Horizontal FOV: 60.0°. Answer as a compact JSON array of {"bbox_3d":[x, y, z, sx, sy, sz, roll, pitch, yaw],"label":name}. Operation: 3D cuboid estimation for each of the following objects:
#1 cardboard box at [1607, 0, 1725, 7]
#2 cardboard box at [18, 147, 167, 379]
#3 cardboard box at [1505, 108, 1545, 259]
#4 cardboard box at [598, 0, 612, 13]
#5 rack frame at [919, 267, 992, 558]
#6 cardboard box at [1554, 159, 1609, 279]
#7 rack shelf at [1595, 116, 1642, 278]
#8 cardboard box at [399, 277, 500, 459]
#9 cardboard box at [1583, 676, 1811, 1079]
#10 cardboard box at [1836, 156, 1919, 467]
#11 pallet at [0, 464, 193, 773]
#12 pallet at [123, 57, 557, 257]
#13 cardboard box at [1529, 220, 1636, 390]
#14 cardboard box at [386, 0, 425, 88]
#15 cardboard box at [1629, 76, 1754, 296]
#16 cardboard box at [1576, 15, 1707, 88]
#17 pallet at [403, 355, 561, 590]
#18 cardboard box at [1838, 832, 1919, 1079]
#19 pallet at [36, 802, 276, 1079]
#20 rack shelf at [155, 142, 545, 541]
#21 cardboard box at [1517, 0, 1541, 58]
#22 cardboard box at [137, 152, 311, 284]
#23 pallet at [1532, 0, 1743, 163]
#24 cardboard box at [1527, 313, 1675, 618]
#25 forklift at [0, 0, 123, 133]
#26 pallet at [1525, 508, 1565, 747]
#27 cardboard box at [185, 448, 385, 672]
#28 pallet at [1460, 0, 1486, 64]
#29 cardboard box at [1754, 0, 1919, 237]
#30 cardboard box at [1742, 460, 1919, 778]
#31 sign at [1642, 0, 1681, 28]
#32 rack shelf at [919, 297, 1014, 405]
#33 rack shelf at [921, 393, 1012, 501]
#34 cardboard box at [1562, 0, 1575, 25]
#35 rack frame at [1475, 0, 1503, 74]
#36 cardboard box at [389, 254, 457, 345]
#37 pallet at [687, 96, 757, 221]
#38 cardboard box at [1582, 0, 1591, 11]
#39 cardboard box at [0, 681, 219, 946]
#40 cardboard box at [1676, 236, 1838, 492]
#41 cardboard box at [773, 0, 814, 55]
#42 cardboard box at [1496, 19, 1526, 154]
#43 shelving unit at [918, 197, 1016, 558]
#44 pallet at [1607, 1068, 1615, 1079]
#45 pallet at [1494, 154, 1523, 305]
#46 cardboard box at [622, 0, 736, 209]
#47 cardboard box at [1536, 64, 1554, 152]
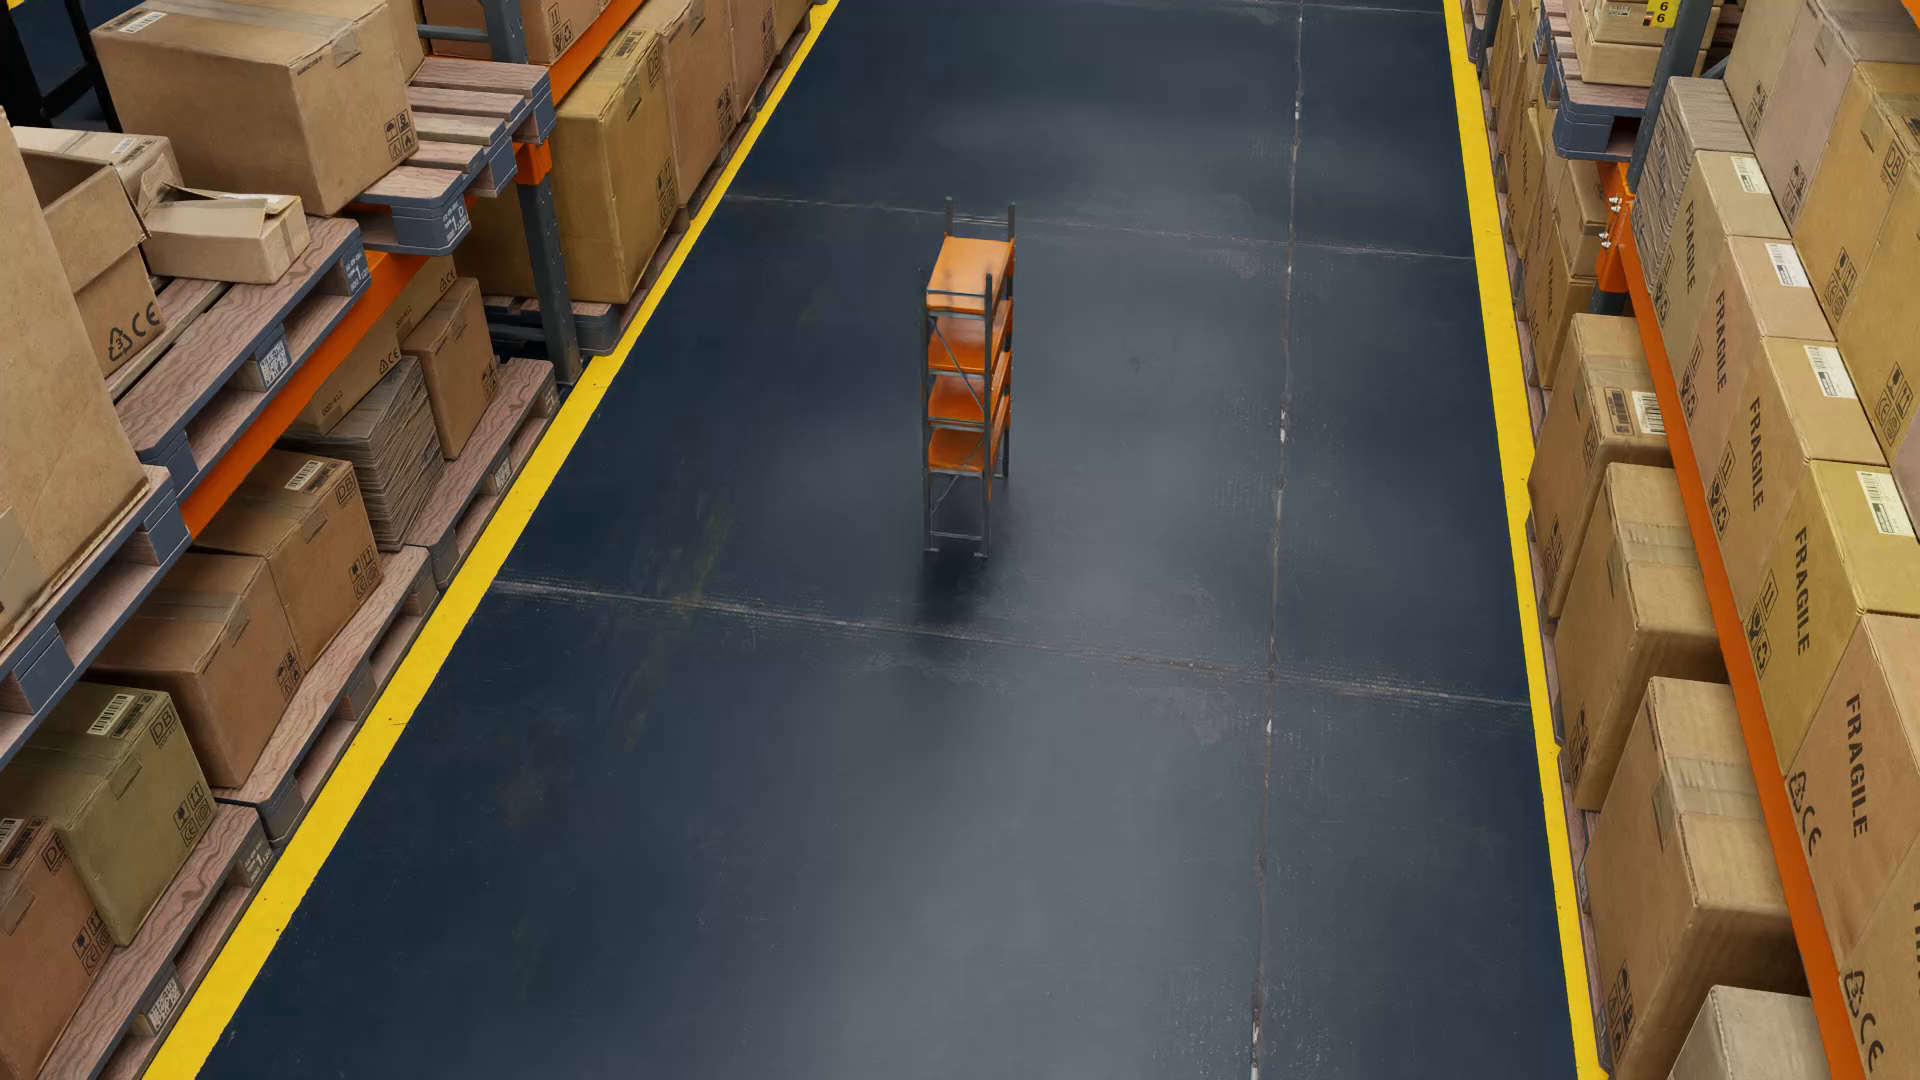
[{"bbox_3d":[2.385,-1.935,5.638,0.380,0.149,0.250,5,40,6],"label":"cardboard box"},{"bbox_3d":[-2.599,-0.683,4.311,0.797,0.503,0.637,10,41,12],"label":"cardboard box"},{"bbox_3d":[2.777,-1.582,7.442,0.500,0.500,0.500,5,40,6],"label":"cardboard box"},{"bbox_3d":[-1.677,-2.531,6.878,0.500,0.500,0.500,5,40,6],"label":"cardboard box"},{"bbox_3d":[-0.014,-0.413,5.808,0.240,1.200,0.015,6,40,8],"label":"rack frame"},{"bbox_3d":[2.611,-1.229,6.425,0.500,0.250,0.500,6,40,7],"label":"cardboard box"},{"bbox_3d":[3.097,-2.261,7.195,1.077,0.370,4.000,6,40,8],"label":"rack shelf"},{"bbox_3d":[-2.213,-0.677,6.331,0.700,0.500,0.500,4,40,5],"label":"cardboard box"},{"bbox_3d":[2.249,0.928,4.209,1.050,0.750,0.750,6,40,8],"label":"cardboard box"},{"bbox_3d":[2.403,-0.466,3.596,0.700,0.500,0.500,6,40,7],"label":"cardboard box"},{"bbox_3d":[-2.533,0.227,3.771,1.003,0.211,1.213,6,40,8],"label":"pallet"},{"bbox_3d":[-2.135,-1.360,5.692,1.213,0.211,1.003,6,40,8],"label":"pallet"},{"bbox_3d":[2.608,-0.923,6.645,0.500,0.500,0.500,6,40,7],"label":"cardboard box"},{"bbox_3d":[-2.170,-1.750,5.605,0.500,0.500,0.500,2,40,2],"label":"cardboard box"},{"bbox_3d":[2.408,-1.069,5.111,0.500,0.500,0.500,7,40,8],"label":"cardboard box"},{"bbox_3d":[2.384,-1.708,5.830,0.380,0.149,0.250,7,40,8],"label":"cardboard box"},{"bbox_3d":[-2.253,-0.328,6.481,1.003,0.211,1.213,6,40,8],"label":"pallet"},{"bbox_3d":[1.886,0.832,2.811,0.500,0.500,0.500,6,40,7],"label":"cardboard box"},{"bbox_3d":[-2.675,1.203,4.629,1.003,0.211,1.213,6,40,8],"label":"pallet"},{"bbox_3d":[-2.462,-0.361,4.897,1.077,0.370,4.000,6,40,8],"label":"rack shelf"},{"bbox_3d":[2.966,-2.512,7.977,0.500,0.250,0.500,7,40,9],"label":"cardboard box"},{"bbox_3d":[-2.139,-0.927,4.793,0.396,0.266,0.258,5,40,6],"label":"cardboard box"},{"bbox_3d":[2.770,-1.668,6.064,1.213,0.211,1.003,6,40,8],"label":"pallet"},{"bbox_3d":[2.557,-0.205,5.580,1.050,0.750,0.750,6,40,7],"label":"cardboard box"},{"bbox_3d":[-4.558,-2.636,7.139,1.130,2.935,3.031,5,40,6],"label":"forklift"},{"bbox_3d":[2.541,0.278,5.748,1.003,0.211,1.213,6,40,8],"label":"pallet"},{"bbox_3d":[-2.387,0.029,5.477,0.700,0.500,0.500,10,41,11],"label":"cardboard box"},{"bbox_3d":[3.525,-3.144,9.887,1.003,0.211,1.213,6,40,8],"label":"pallet"},{"bbox_3d":[2.578,-1.109,4.374,0.700,0.500,0.500,6,40,7],"label":"cardboard box"},{"bbox_3d":[2.061,0.198,3.578,0.500,0.500,0.500,7,40,8],"label":"cardboard box"},{"bbox_3d":[2.215,-1.753,5.169,0.100,0.325,0.005,6,40,8],"label":"sign"},{"bbox_3d":[0.029,-0.687,5.894,0.258,0.148,0.480,6,40,8],"label":"rack shelf"},{"bbox_3d":[0.029,-0.361,6.163,0.258,0.148,0.480,6,40,8],"label":"rack shelf"},{"bbox_3d":[2.473,-2.025,6.213,0.380,0.149,0.250,7,40,8],"label":"cardboard box"},{"bbox_3d":[3.444,-3.793,8.484,1.000,3.000,0.127,6,40,8],"label":"rack frame"},{"bbox_3d":[-2.203,-0.965,6.091,0.500,0.250,0.500,8,40,9],"label":"cardboard box"},{"bbox_3d":[-1.692,-2.068,8.586,1.003,0.211,1.213,6,40,8],"label":"pallet"},{"bbox_3d":[2.433,-1.991,5.938,0.380,0.149,0.250,8,40,9],"label":"cardboard box"},{"bbox_3d":[-2.580,0.731,4.629,0.700,0.500,0.500,6,40,7],"label":"cardboard box"},{"bbox_3d":[2.235,-0.434,4.342,0.500,0.500,0.500,6,40,8],"label":"cardboard box"},{"bbox_3d":[-1.515,-3.343,9.277,1.225,0.875,0.875,7,40,8],"label":"cardboard box"},{"bbox_3d":[2.965,-2.225,8.219,0.500,0.500,0.500,8,40,10],"label":"cardboard box"},{"bbox_3d":[0.029,-0.566,5.993,0.258,1.200,0.503,6,40,8],"label":"shelving unit"},{"bbox_3d":[2.118,1.810,3.896,1.003,0.211,1.213,6,40,8],"label":"pallet"},{"bbox_3d":[3.101,-1.462,7.853,1.003,0.211,1.213,6,40,8],"label":"pallet"},{"bbox_3d":[-1.815,-2.226,7.926,1.225,0.875,0.875,7,40,8],"label":"cardboard box"},{"bbox_3d":[2.792,-1.864,7.194,0.500,0.250,0.500,7,40,9],"label":"cardboard box"}]
